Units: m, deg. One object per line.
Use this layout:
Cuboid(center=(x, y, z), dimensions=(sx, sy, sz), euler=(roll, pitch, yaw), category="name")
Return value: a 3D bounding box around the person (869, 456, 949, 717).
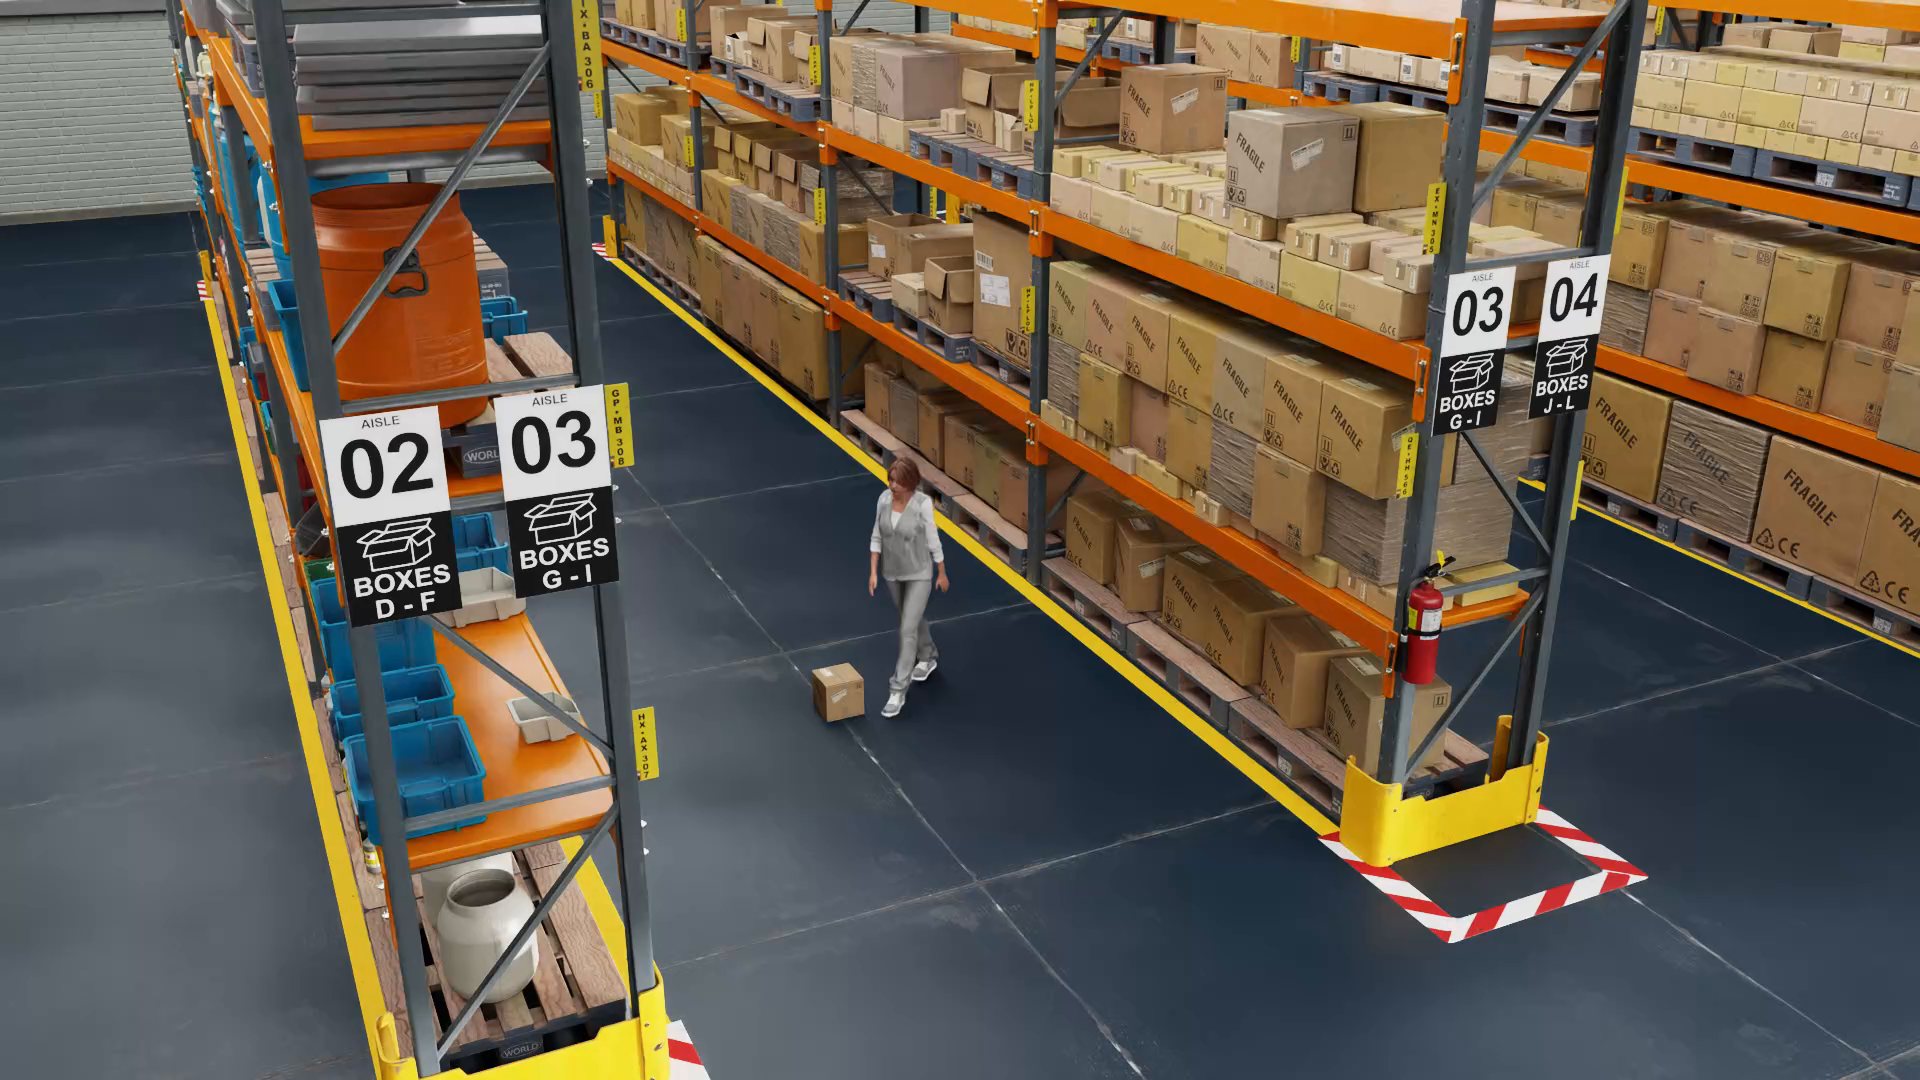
Cuboid(center=(-5.007, -6.268, 20.351), dimensions=(25.043, 5.977, 15.927), euler=(13, 26, 29), category="person")
